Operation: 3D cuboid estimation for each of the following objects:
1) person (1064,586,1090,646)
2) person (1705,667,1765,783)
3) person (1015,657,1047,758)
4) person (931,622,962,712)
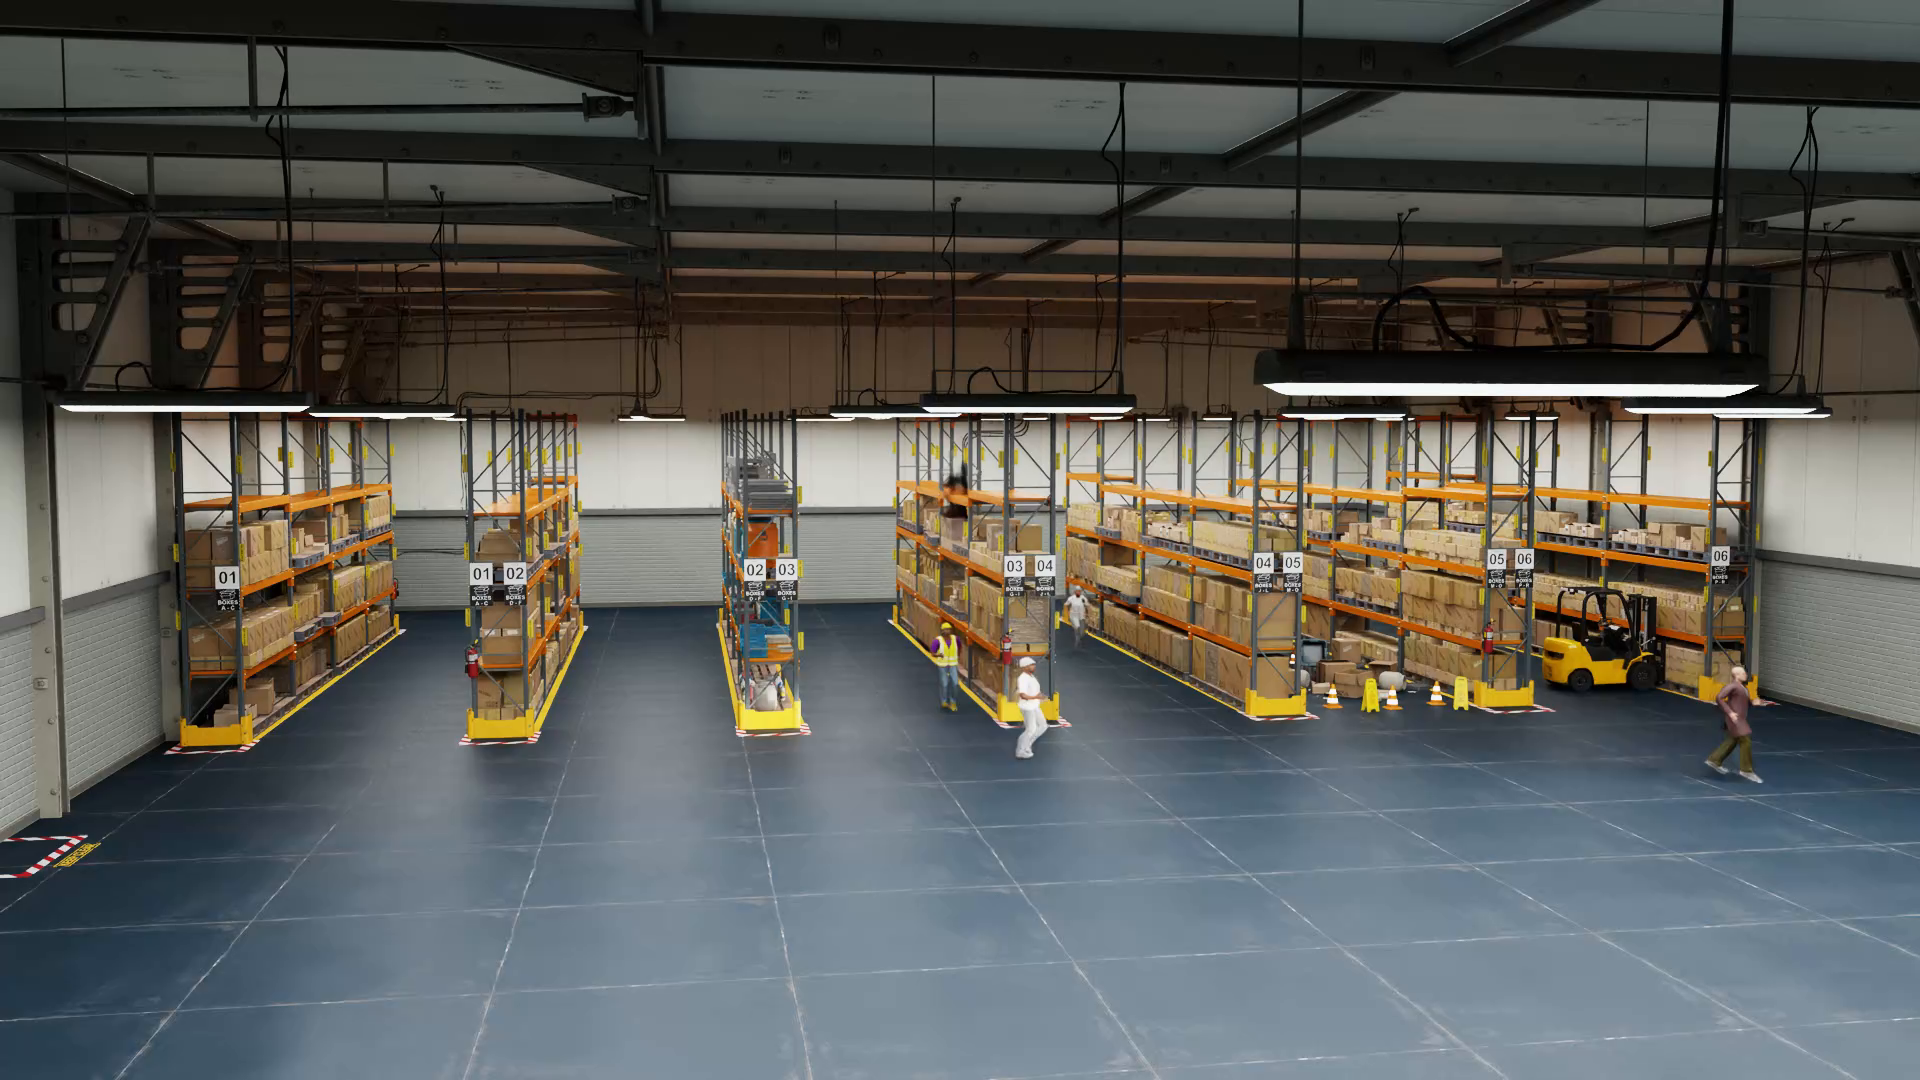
[{"bbox_3d":[2.943,1.916,41.614,0.638,1.548,0.848,-1,4,-8],"label":"person"},{"bbox_3d":[12.511,2.949,26.824,0.894,1.822,0.699,3,5,34],"label":"person"},{"bbox_3d":[1.237,2.867,28.405,0.621,1.746,0.681,1,4,18],"label":"person"},{"bbox_3d":[-0.251,2.539,33.166,0.671,1.806,0.738,-1,4,-10],"label":"person"}]
